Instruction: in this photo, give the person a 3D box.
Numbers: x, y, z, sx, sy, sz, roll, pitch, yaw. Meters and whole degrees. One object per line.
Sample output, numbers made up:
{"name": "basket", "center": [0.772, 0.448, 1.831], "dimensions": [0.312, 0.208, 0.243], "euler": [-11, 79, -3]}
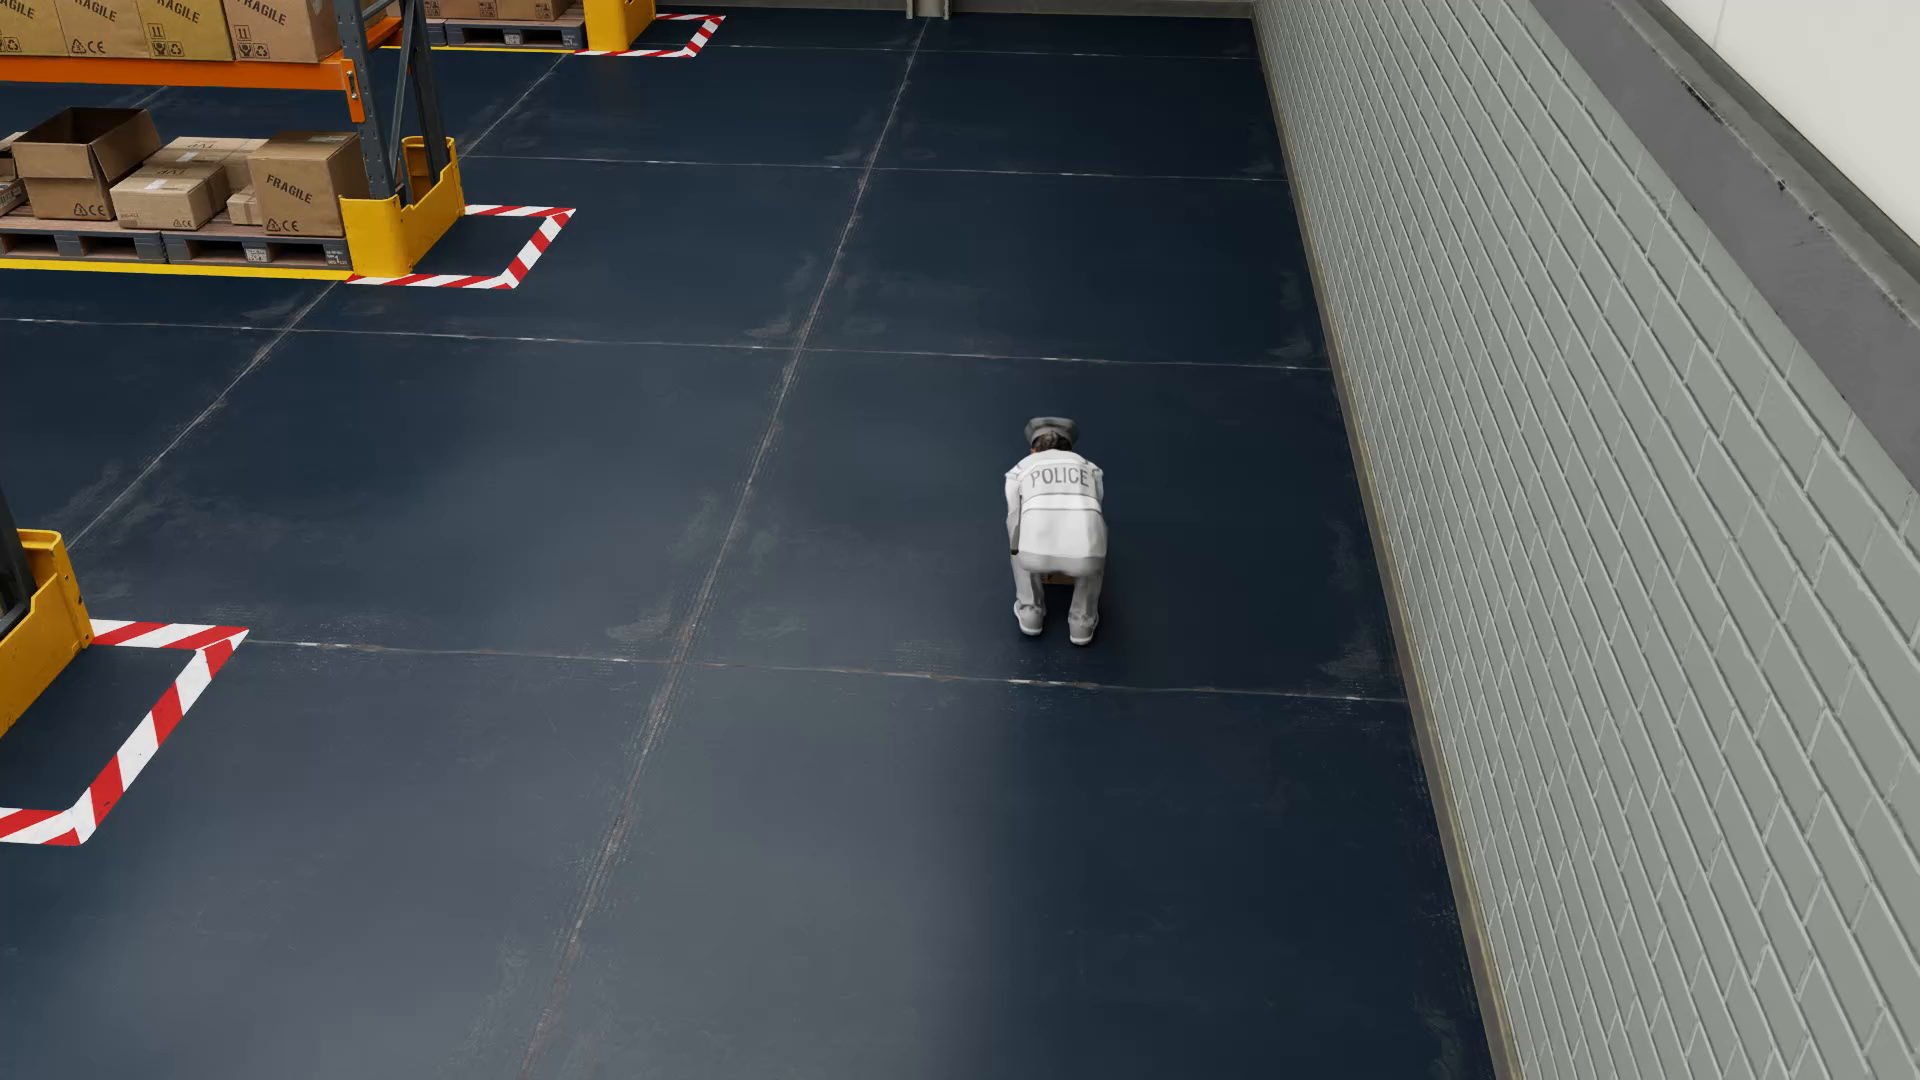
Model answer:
{"name": "person", "center": [0.410, -0.026, 7.049], "dimensions": [0.452, 0.769, 0.913], "euler": [2, 32, 3]}
